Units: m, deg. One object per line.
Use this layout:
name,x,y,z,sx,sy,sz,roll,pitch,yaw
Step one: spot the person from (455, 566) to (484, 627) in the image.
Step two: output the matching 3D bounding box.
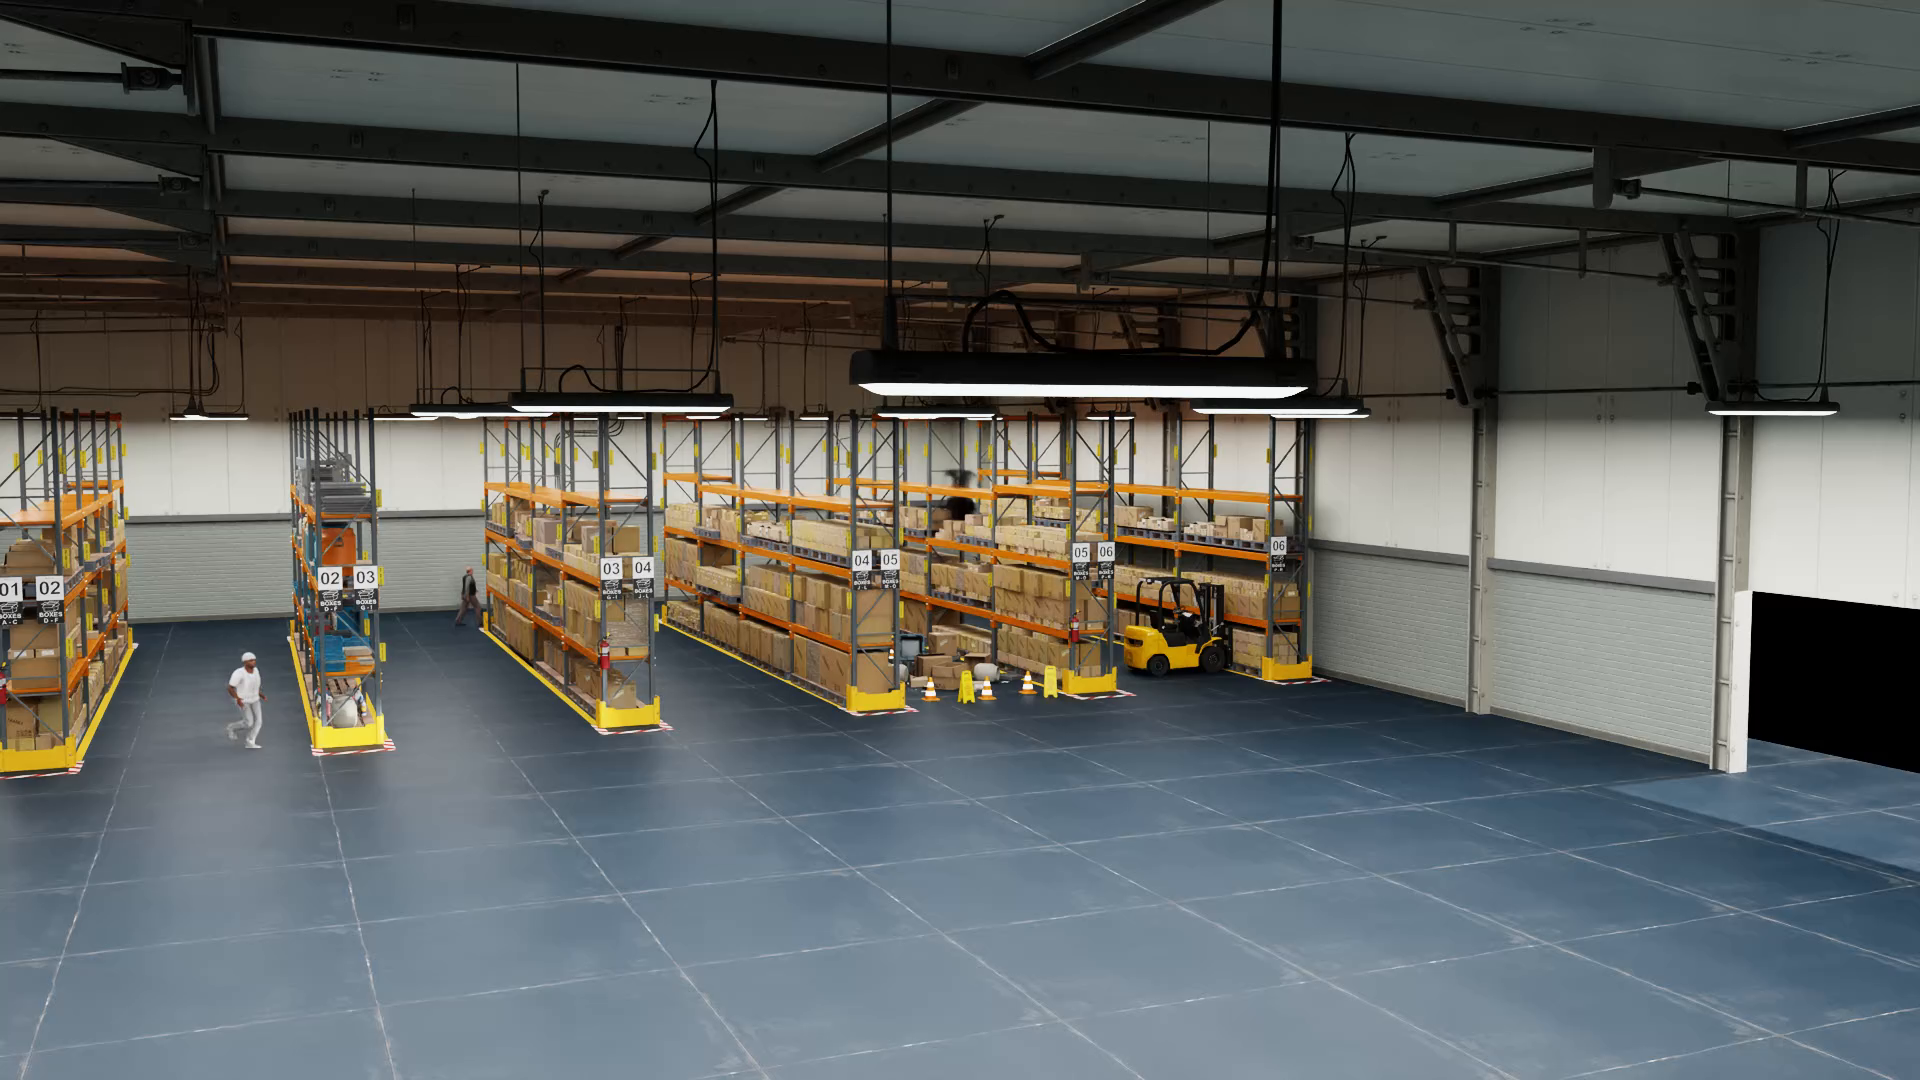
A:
person,-13.759,1.576,46.616,0.894,1.679,0.592,-3,5,-40

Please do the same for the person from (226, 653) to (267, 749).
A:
person,-12.589,2.822,29.264,0.659,1.708,0.684,2,4,27
